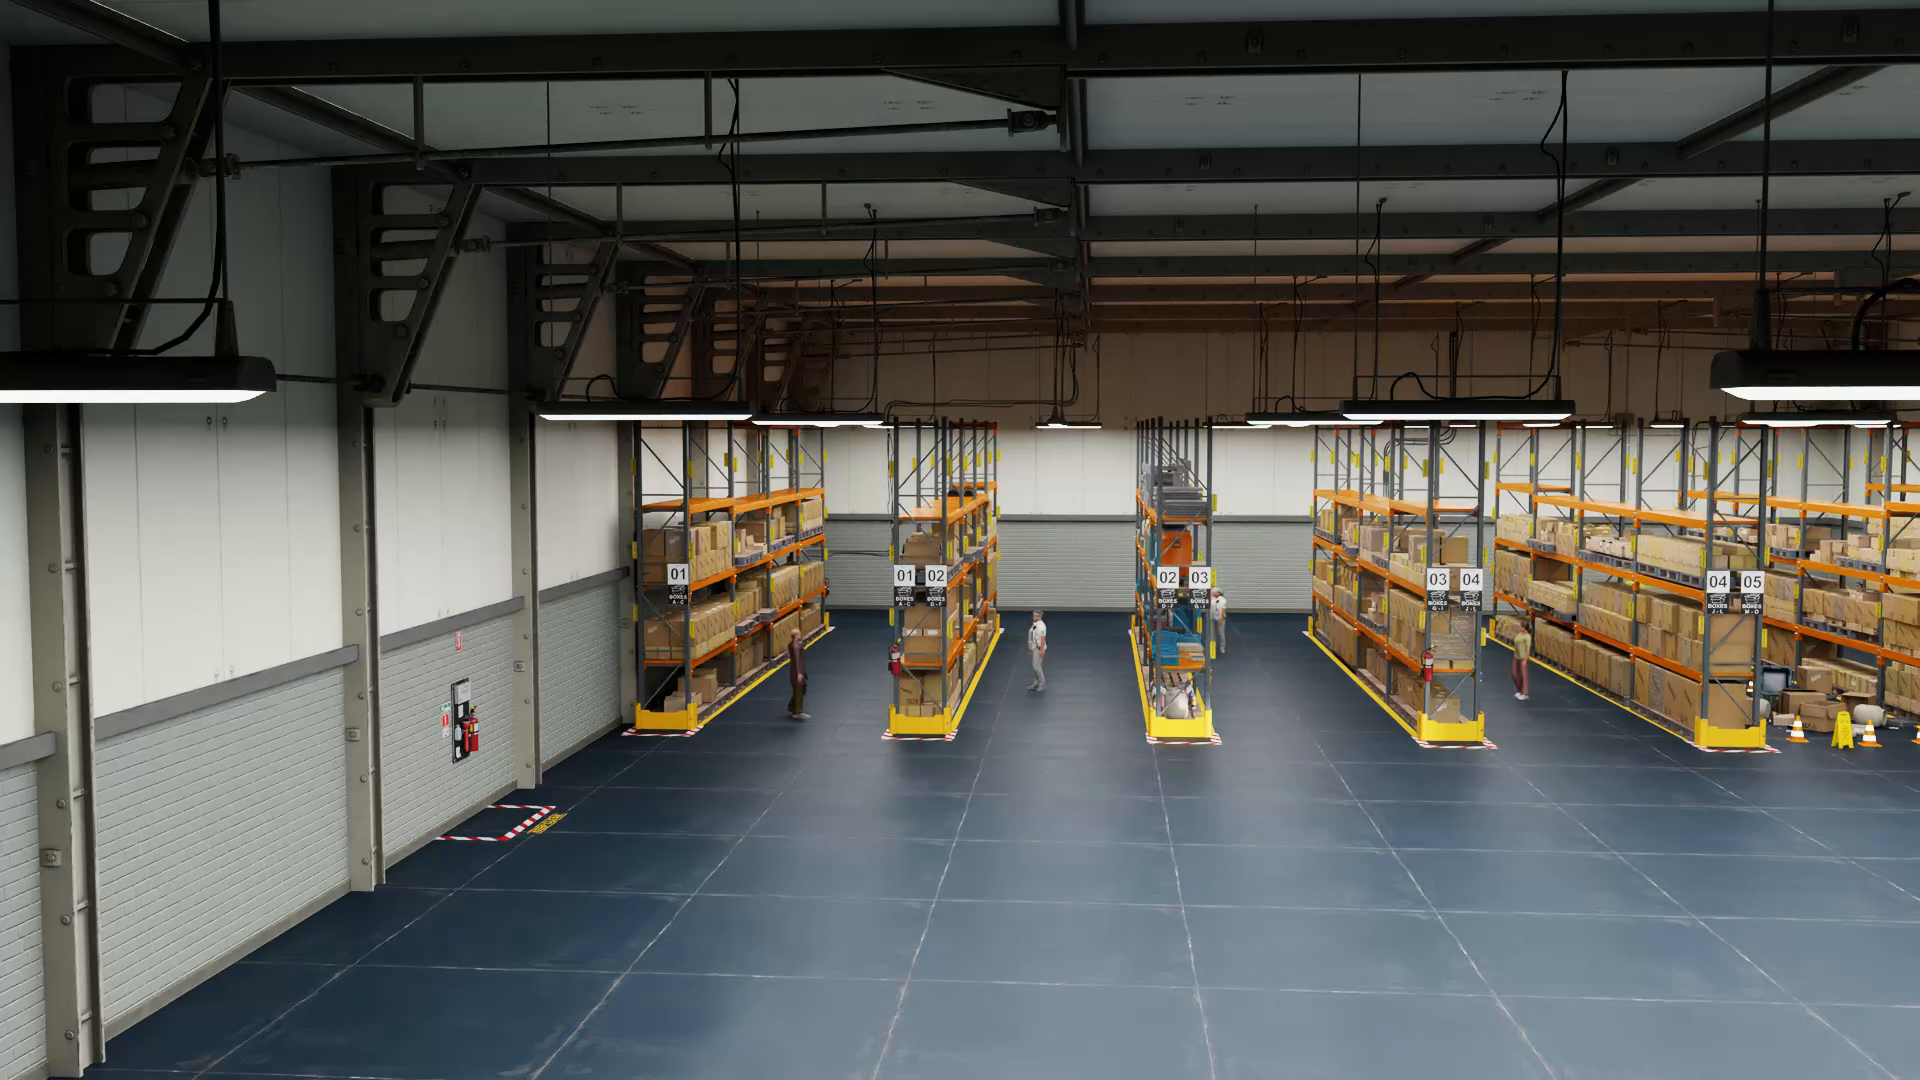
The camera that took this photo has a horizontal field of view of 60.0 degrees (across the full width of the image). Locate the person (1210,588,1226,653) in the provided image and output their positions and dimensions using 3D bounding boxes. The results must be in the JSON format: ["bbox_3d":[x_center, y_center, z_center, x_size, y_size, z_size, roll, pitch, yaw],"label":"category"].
[{"bbox_3d":[6.674,2.089,43.181,0.477,1.687,0.424,3,5,37],"label":"person"}]

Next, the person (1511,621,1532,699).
[{"bbox_3d":[12.059,2.562,35.713,0.417,1.672,0.512,-1,4,-18],"label":"person"}]

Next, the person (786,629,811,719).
[{"bbox_3d":[-3.241,2.676,33.263,0.493,1.806,0.648,-1,4,-9],"label":"person"}]

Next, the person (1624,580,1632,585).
[{"bbox_3d":[17.652,1.969,44.008,0.646,1.803,0.610,-1,4,-19],"label":"person"}]

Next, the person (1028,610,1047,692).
[{"bbox_3d":[1.701,2.448,36.863,0.398,1.816,0.581,-1,4,-12],"label":"person"}]
